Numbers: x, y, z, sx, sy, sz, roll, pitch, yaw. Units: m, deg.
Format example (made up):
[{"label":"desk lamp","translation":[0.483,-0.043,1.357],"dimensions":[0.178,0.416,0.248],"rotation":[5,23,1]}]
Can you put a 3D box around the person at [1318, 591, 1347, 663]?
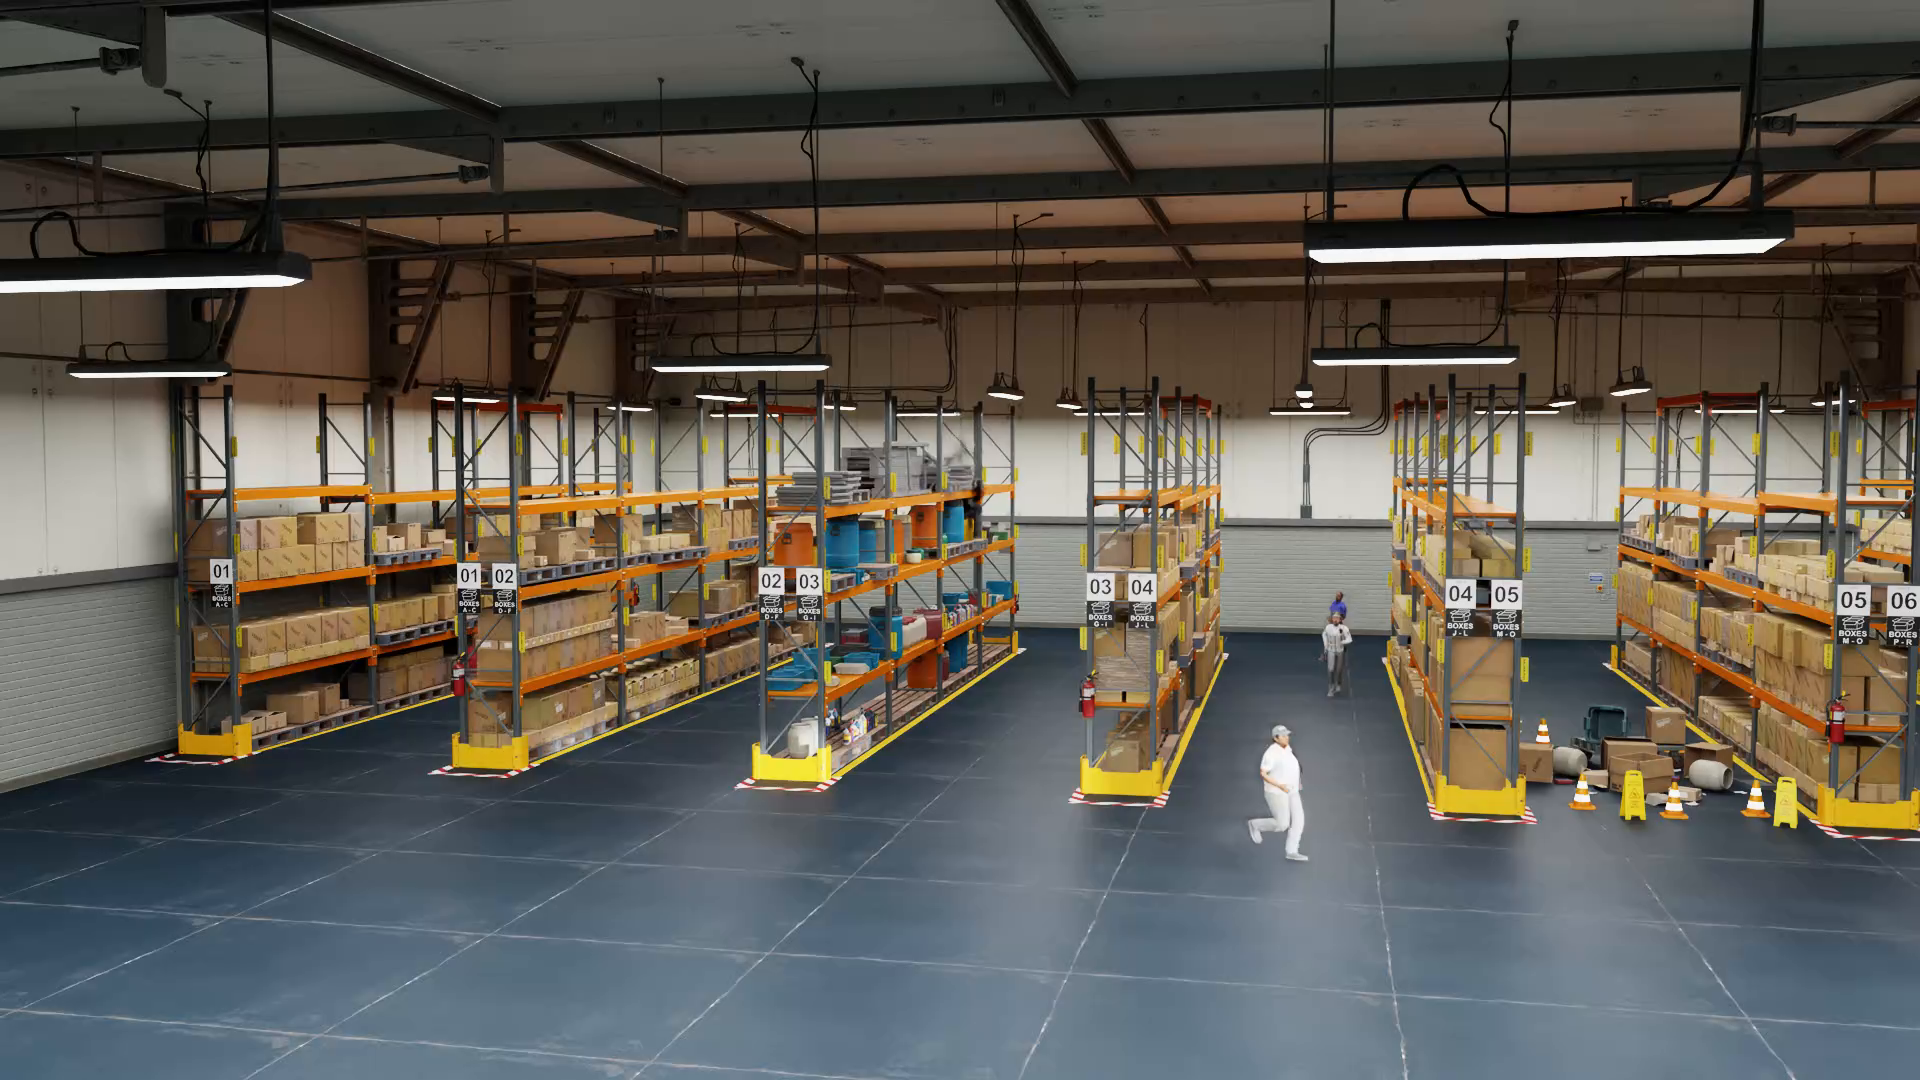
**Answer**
[{"label":"person","translation":[8.729,2.017,38.688],"dimensions":[0.575,1.648,0.751],"rotation":[3,4,44]}]

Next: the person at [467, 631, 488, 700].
[{"label":"person","translation":[-8.515,2.509,29.401],"dimensions":[0.640,1.779,0.727],"rotation":[0,3,7]}]

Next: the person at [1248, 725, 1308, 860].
[{"label":"person","translation":[3.918,3.065,20.251],"dimensions":[0.621,1.624,0.769],"rotation":[-3,4,-44]}]

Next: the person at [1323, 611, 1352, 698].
[{"label":"person","translation":[7.589,2.290,33.473],"dimensions":[0.600,1.743,0.767],"rotation":[1,3,16]}]
